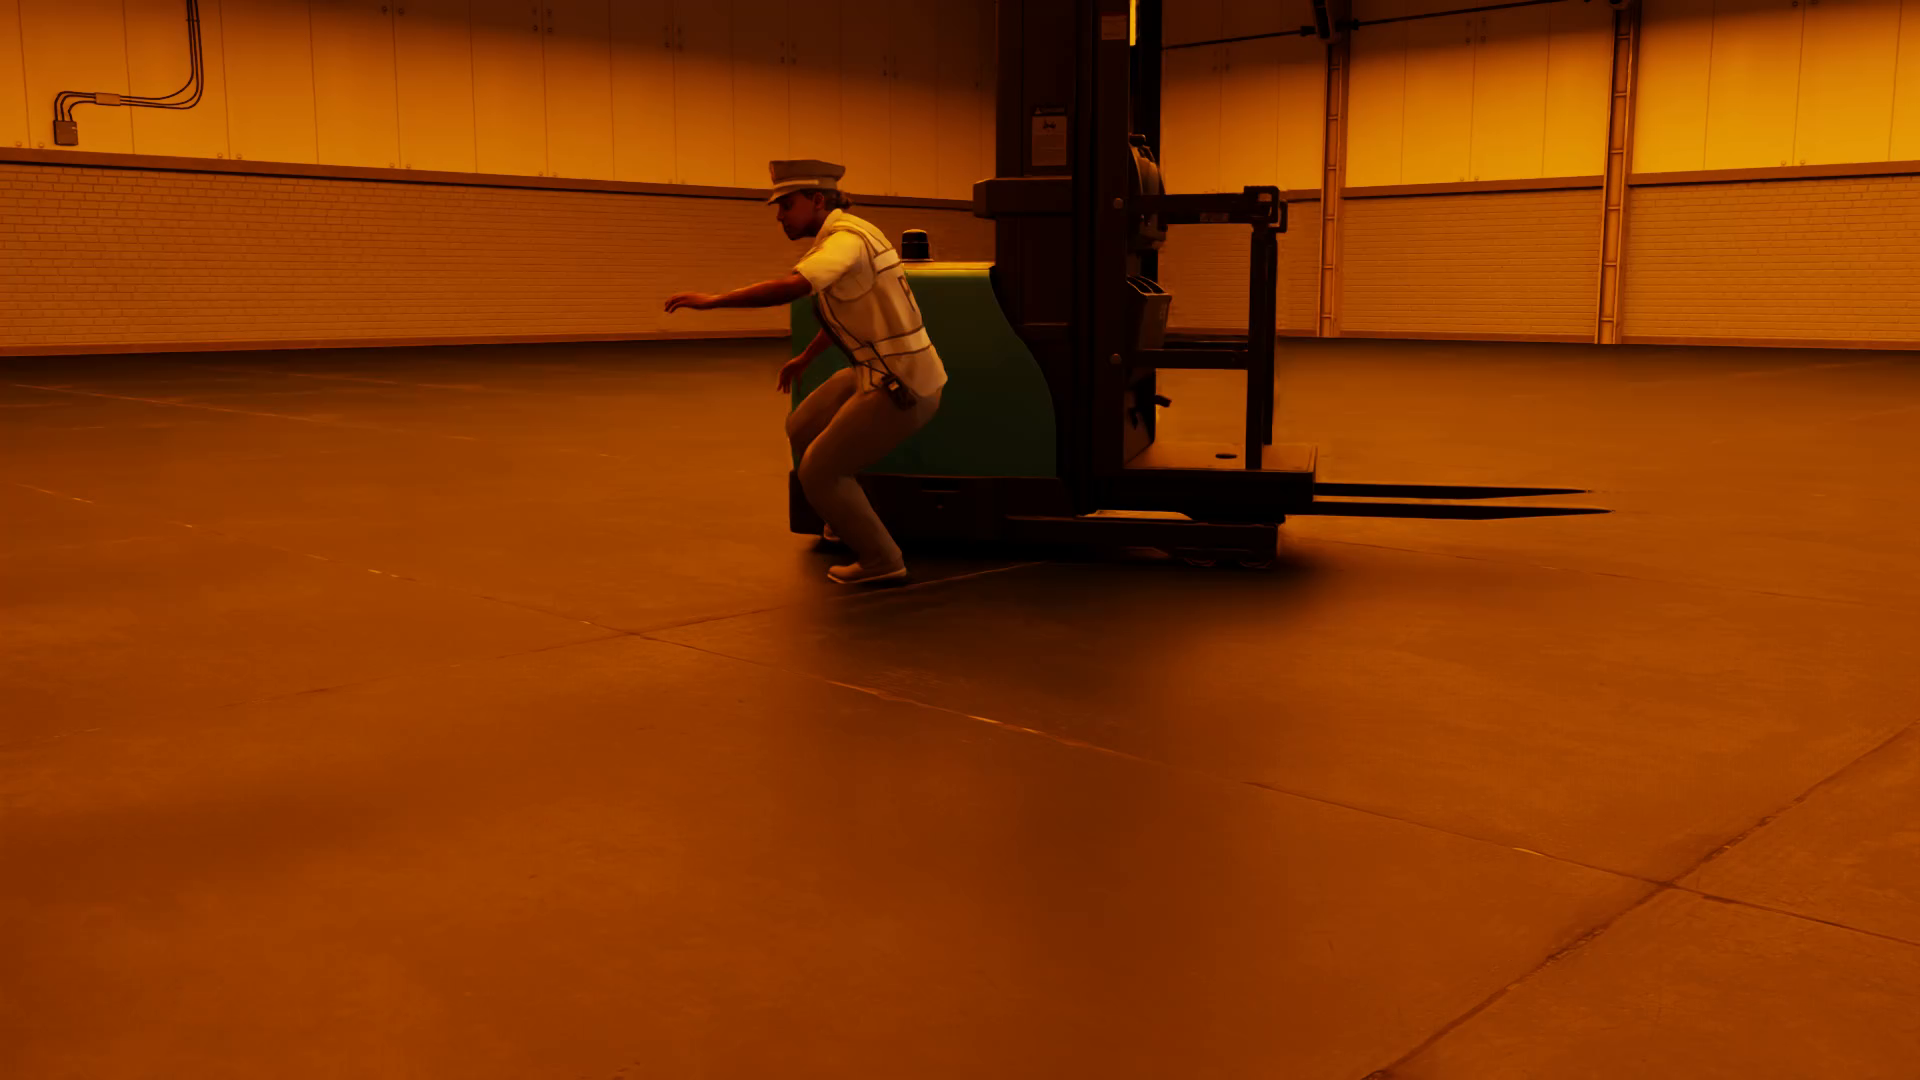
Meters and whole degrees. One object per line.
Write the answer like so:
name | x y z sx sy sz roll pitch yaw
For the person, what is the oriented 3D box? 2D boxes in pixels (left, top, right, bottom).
person | -0.513 -0.530 5.545 0.898 1.422 1.095 -1 9 -8

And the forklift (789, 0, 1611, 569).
forklift | 0.909 -1.431 6.374 3.031 2.935 1.130 2 9 13
